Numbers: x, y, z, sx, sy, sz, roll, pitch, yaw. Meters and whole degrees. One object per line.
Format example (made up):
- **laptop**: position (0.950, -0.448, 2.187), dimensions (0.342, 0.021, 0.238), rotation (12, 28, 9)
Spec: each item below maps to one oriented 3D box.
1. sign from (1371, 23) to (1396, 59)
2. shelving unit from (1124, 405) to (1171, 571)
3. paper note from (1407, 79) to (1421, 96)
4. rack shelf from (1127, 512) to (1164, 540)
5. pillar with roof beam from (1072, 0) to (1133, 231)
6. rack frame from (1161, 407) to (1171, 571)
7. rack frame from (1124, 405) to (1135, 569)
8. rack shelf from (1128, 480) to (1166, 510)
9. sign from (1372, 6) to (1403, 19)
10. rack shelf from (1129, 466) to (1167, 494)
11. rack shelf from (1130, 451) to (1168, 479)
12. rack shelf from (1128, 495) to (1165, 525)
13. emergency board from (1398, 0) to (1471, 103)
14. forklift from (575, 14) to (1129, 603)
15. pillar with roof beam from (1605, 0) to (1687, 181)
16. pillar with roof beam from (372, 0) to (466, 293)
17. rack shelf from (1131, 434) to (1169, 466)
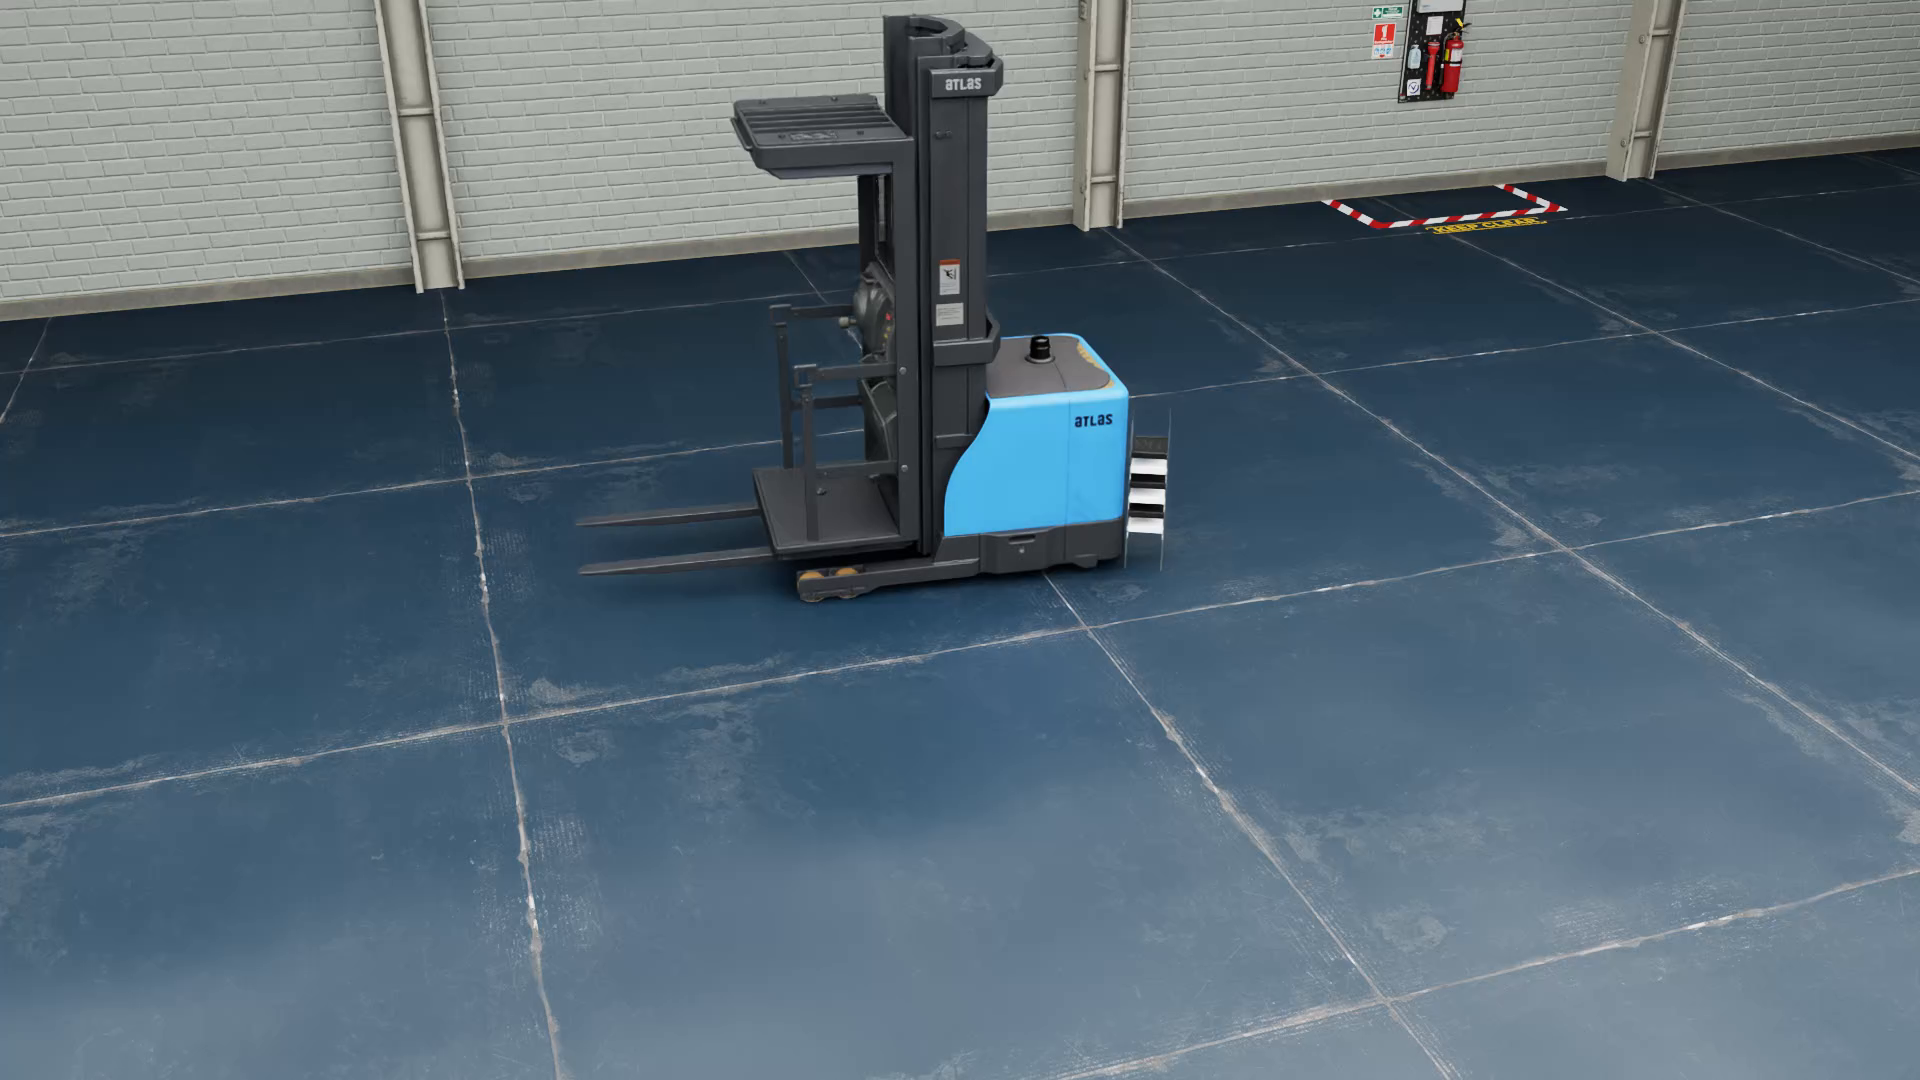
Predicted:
- **sign**: position (4.085, -4.813, 16.032), dimensions (0.234, 0.329, 0.001), rotation (-8, 28, -16)
- **shelving unit**: position (1.051, -0.286, 9.313), dimensions (0.210, 0.900, 0.258), rotation (3, 27, 7)
- **paper note**: position (4.453, -4.440, 16.311), dimensions (0.142, 0.148, 0.016), rotation (-8, 28, -16)
- **rack shelf**: position (1.051, -0.094, 9.408), dimensions (0.200, 0.077, 0.258), rotation (3, 27, 7)
- **pillar with roof beam**: position (2.632, -5.195, 10.094), dimensions (0.400, 9.000, 9.100), rotation (-8, 28, -16)
- **rack frame**: position (1.152, -0.280, 9.301), dimensions (0.006, 0.900, 0.240), rotation (3, 27, 7)
- **rack frame**: position (0.950, -0.292, 9.325), dimensions (0.006, 0.900, 0.240), rotation (3, 27, 7)
- **rack shelf**: position (1.051, -0.256, 9.328), dimensions (0.200, 0.077, 0.258), rotation (3, 27, 7)
- **sign**: position (4.092, -5.048, 15.908), dimensions (0.331, 0.109, 0.001), rotation (-8, 28, -16)
- **rack shelf**: position (1.051, -0.336, 9.288), dimensions (0.200, 0.077, 0.258), rotation (3, 27, 7)
- **rack shelf**: position (1.051, -0.417, 9.248), dimensions (0.200, 0.077, 0.258), rotation (3, 27, 7)
- **rack shelf**: position (1.051, -0.175, 9.368), dimensions (0.200, 0.077, 0.258), rotation (3, 27, 7)
- **emergency board**: position (4.643, -4.830, 16.106), dimensions (0.643, 1.169, 0.194), rotation (-8, 28, -16)
- **forklift**: position (-0.642, -1.229, 8.930), dimensions (3.031, 2.935, 1.130), rotation (-6, 27, -12)
- **pillar with roof beam**: position (8.338, -6.021, 11.758), dimensions (0.400, 9.000, 9.100), rotation (-8, 28, -16)
- **pillar with roof beam**: position (-3.073, -4.369, 8.430), dimensions (0.400, 9.000, 9.100), rotation (-8, 28, -16)
- **rack shelf**: position (1.051, -0.498, 9.208), dimensions (0.200, 0.077, 0.258), rotation (3, 27, 7)
